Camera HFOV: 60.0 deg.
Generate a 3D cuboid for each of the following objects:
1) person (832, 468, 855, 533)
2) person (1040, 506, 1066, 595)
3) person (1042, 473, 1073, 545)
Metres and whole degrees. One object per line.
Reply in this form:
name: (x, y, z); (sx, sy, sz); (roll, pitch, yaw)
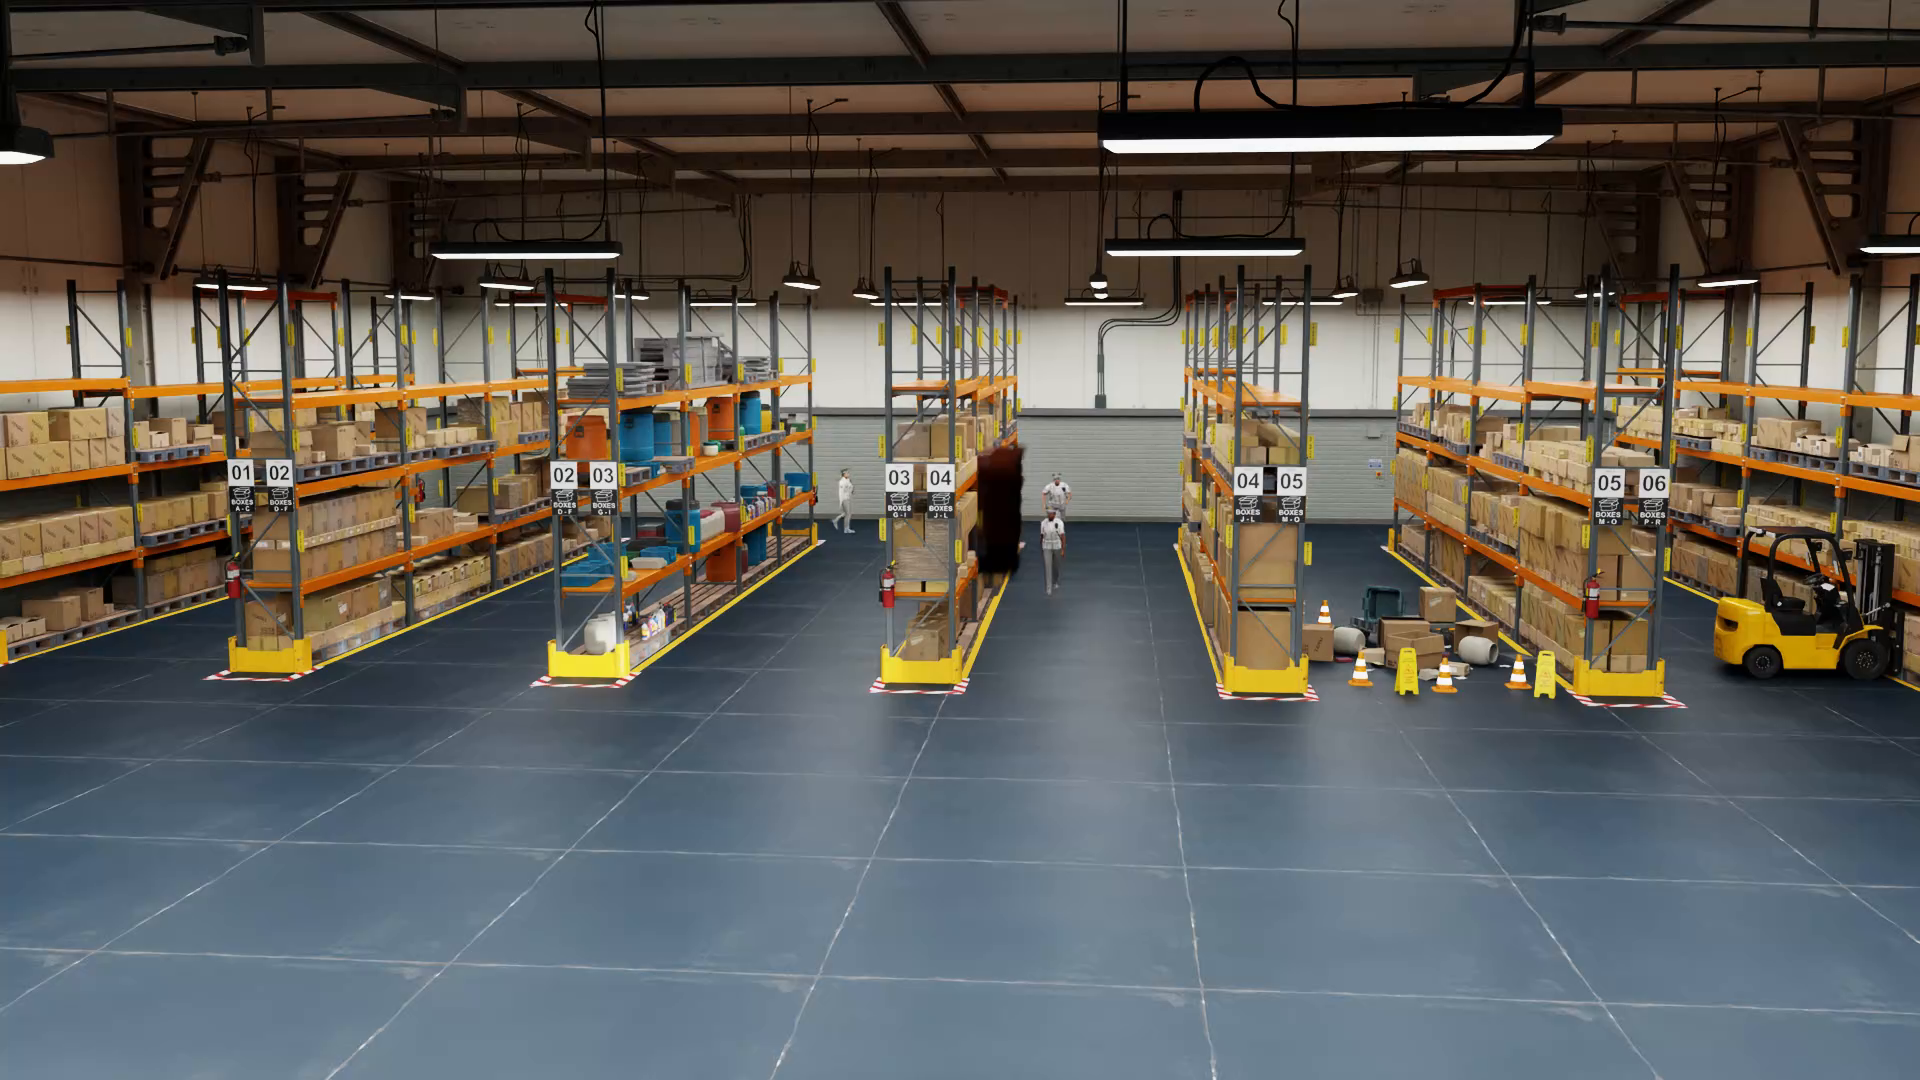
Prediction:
person: (-2.983, -1.023, 42.672); (0.604, 1.669, 0.459); (1, 7, 5)
person: (1.721, 0.160, 30.811); (0.466, 1.620, 1.008); (0, 7, 3)
person: (2.370, -0.770, 40.572); (0.705, 1.777, 0.849); (-3, 8, -23)
